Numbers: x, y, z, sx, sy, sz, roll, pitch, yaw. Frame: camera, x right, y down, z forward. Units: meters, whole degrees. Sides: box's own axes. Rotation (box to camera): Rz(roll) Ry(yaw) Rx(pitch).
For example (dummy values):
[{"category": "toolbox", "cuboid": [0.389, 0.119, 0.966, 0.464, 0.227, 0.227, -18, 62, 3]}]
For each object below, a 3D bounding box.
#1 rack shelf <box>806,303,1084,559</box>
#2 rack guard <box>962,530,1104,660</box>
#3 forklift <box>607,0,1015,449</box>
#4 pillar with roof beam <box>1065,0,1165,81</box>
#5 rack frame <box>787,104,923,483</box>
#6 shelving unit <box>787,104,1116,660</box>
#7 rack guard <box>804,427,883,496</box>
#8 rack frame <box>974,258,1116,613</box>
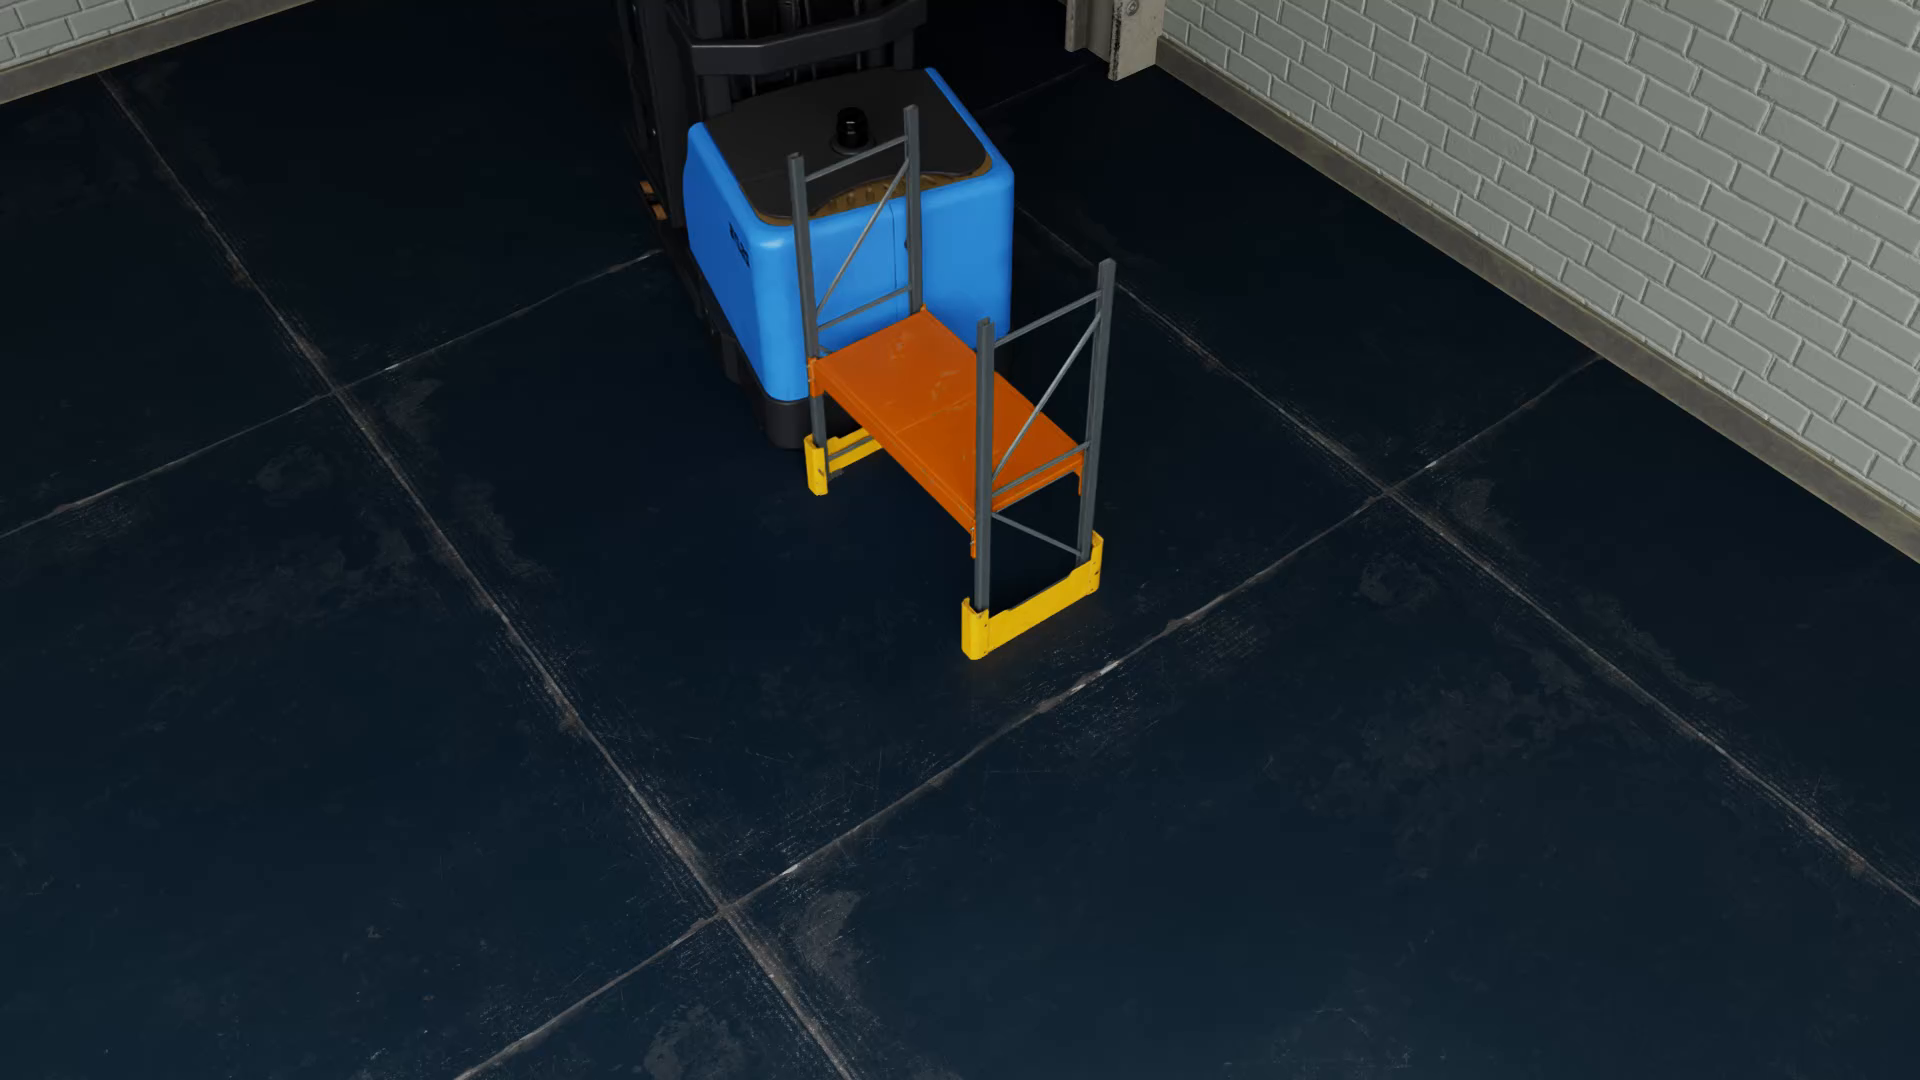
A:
[{"category": "rack shelf", "cuboid": [-0.044, -0.408, 5.851, 0.538, 0.185, 1.000, -29, 54, -24]}, {"category": "rack guard", "cuboid": [0.258, 0.193, 5.907, 0.587, 0.250, 0.087, -29, 54, -24]}, {"category": "forklift", "cuboid": [-0.837, -2.449, 6.492, 1.130, 2.935, 3.031, -18, 50, -16]}, {"category": "pillar with roof beam", "cuboid": [-2.651, -3.574, 3.416, 9.100, 9.000, 0.400, -29, 54, -24]}, {"category": "rack frame", "cuboid": [-0.346, -0.832, 5.992, 0.500, 1.500, 0.032, -29, 54, -24]}, {"category": "shelving unit", "cuboid": [-0.038, -0.524, 5.712, 0.587, 1.500, 1.083, -29, 54, -24]}, {"category": "rack guard", "cuboid": [-0.334, -0.400, 6.444, 0.587, 0.250, 0.087, -29, 54, -24]}, {"category": "rack frame", "cuboid": [0.259, -0.226, 5.443, 0.500, 1.500, 0.032, -29, 54, -24]}]
